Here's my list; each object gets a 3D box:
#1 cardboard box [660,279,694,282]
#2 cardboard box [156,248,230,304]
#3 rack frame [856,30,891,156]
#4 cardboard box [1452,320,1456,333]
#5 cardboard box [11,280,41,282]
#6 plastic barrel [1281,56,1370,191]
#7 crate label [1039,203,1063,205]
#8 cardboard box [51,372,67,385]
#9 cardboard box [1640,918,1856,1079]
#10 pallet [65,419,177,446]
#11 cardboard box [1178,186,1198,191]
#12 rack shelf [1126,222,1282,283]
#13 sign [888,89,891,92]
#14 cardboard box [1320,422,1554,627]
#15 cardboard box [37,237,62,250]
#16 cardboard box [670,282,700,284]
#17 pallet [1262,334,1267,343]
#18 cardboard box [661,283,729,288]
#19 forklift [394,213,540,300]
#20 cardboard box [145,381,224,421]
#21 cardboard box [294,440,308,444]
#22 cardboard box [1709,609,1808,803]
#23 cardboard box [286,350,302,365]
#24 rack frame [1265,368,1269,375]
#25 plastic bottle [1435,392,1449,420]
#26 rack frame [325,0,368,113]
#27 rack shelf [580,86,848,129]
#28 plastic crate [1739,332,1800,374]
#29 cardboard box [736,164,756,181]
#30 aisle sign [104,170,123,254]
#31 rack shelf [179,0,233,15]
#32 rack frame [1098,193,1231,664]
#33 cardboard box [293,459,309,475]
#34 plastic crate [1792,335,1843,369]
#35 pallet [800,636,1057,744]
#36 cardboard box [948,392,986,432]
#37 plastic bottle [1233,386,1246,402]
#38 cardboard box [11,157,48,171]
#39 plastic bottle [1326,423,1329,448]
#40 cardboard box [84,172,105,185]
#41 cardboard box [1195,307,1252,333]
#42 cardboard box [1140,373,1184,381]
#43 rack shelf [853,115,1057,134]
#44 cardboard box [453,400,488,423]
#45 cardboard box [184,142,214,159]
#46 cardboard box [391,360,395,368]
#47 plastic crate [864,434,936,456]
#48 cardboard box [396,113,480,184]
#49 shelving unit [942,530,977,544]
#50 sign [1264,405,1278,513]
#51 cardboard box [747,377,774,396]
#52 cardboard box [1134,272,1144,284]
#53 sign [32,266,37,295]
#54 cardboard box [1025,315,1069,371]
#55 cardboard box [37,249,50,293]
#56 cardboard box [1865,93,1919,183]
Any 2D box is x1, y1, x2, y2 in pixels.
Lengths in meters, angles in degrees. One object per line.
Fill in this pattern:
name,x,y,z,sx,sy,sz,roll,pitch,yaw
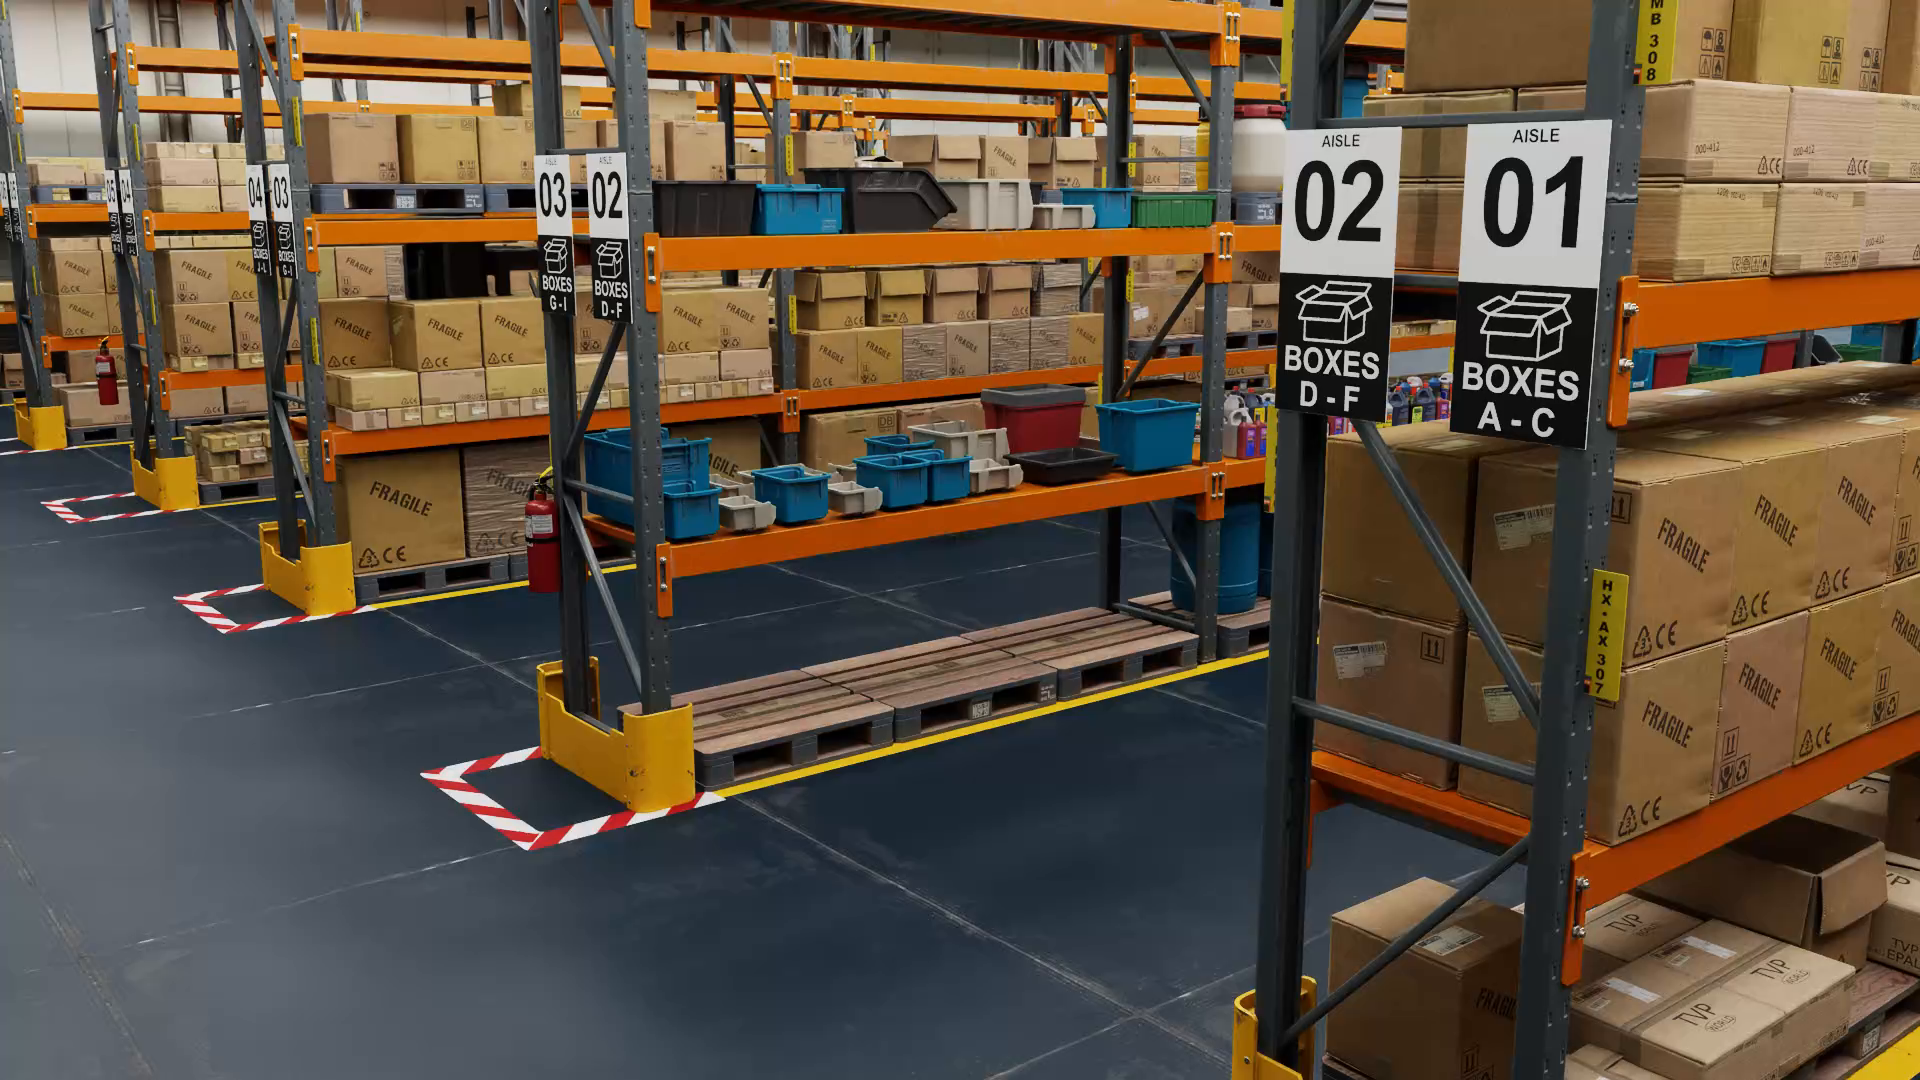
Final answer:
cardboard box,-3.376,-3.030,19.837,0.250,0.149,0.380,-10,15,-38
cardboard box,-7.402,-2.548,16.043,0.500,0.500,0.500,-10,15,-38
rack frame,-1.700,-8.454,32.779,0.127,3.000,1.000,-9,15,-38
cardboard box,5.990,-2.642,20.454,0.250,0.149,0.380,-9,15,-38
cardboard box,-13.597,-3.685,24.407,0.500,0.250,0.500,-9,15,-37
plastic barrel,2.556,-2.912,11.680,0.708,0.901,0.600,-9,15,-38
crate label,0.756,-2.069,10.565,0.466,0.136,0.293,-9,15,-38
cardboard box,-13.301,-2.367,24.408,0.250,0.149,0.380,-10,16,-40
cardboard box,2.669,1.551,5.664,0.500,0.250,0.500,-9,15,-38
pallet,-10.515,-1.391,20.674,1.213,0.211,1.003,-9,15,-38
cardboard box,2.275,-3.550,17.265,0.500,0.250,0.500,-9,15,-36
rack shelf,2.880,-2.122,11.912,4.000,0.370,1.077,-9,15,-38
sign,-1.372,-8.860,32.251,0.005,0.325,0.100,-9,15,-38
cardboard box,1.462,-0.065,5.065,0.500,0.500,0.500,-10,15,-38
cardboard box,-10.935,-3.573,20.026,0.250,0.149,0.380,-9,15,-37
cardboard box,-3.191,-2.886,19.162,0.250,0.149,0.380,-9,15,-36
pallet,3.783,-2.419,19.263,1.213,0.211,1.003,-9,15,-38
cardboard box,-2.309,-1.969,14.520,0.500,0.500,0.500,-9,15,-38
forklift,-4.182,-1.627,15.234,1.130,2.935,3.031,12,17,43
cardboard box,-9.928,-1.813,21.103,0.875,0.438,0.875,-9,15,-36
cardboard box,-6.739,-1.077,16.899,0.250,0.149,0.380,-10,16,-40
cardboard box,2.197,0.444,5.076,0.500,0.500,0.500,-10,15,-38
cardboard box,-6.701,-1.868,16.811,0.250,0.149,0.380,-10,15,-38
rack frame,4.575,-3.925,25.894,0.127,3.000,1.000,-9,15,-38
plastic bottle,3.500,-0.939,12.112,0.133,0.283,0.061,-9,15,-38
rack frame,-7.967,-6.093,21.657,0.127,3.000,1.000,-9,15,-38
rack shelf,-3.234,-5.015,19.276,4.000,0.370,1.077,-9,15,-38
plastic crate,7.378,-1.704,15.280,0.583,0.464,0.402,-9,15,-38
cardboard box,-2.734,-4.157,19.522,0.500,0.500,0.500,-9,15,-38
aisle sign,-8.163,-3.160,16.031,0.004,0.787,0.394,-9,15,-38
rack shelf,-12.632,-7.912,23.953,4.000,0.370,1.077,-9,15,-38
rack frame,1.318,-0.747,10.927,0.127,3.000,1.000,-9,15,-38
cardboard box,-6.699,-0.772,16.897,0.250,0.149,0.380,-9,15,-37
plastic crate,8.053,-1.802,16.045,0.504,0.338,0.767,-9,15,-38
pallet,-0.185,0.877,9.988,1.213,0.211,1.003,-9,15,-38
cardboard box,0.095,-1.035,16.387,0.875,0.875,1.225,-9,15,-37
plastic bottle,1.976,-0.920,11.857,0.185,0.351,0.144,-9,15,-38
cardboard box,-13.282,-5.307,23.622,0.500,0.250,0.500,-10,15,-38
plastic bottle,2.463,-0.732,11.332,0.097,0.201,0.097,0,12,0
cardboard box,-10.517,-4.378,20.157,0.250,0.149,0.380,-11,16,-42
cardboard box,2.800,-2.382,17.975,0.500,0.250,0.500,-10,16,-39
cardboard box,2.688,-2.760,24.511,0.875,0.875,0.875,-9,15,-37
rack shelf,-0.158,-7.037,27.843,4.000,0.370,1.077,-9,15,-38
cardboard box,-3.814,-1.002,12.732,0.250,0.149,0.380,-10,15,-39
cardboard box,-7.313,-3.718,15.893,0.250,0.149,0.380,-9,15,-35
cardboard box,-4.290,-1.276,13.059,0.500,0.250,0.500,-10,15,-39
plastic crate,-0.362,-0.484,9.945,0.300,0.233,0.416,-9,15,-38
cardboard box,-4.012,-2.932,12.501,0.500,0.500,0.700,-10,16,-40
shelving unit,-0.006,-0.439,14.530,0.210,0.900,0.258,-9,15,-38
sign,0.955,-0.238,4.980,0.005,0.325,0.100,-9,15,-38
cardboard box,-1.809,-1.335,14.300,0.250,0.149,0.380,-9,15,-37
cardboard box,2.147,-3.605,24.022,0.550,0.550,0.875,-9,15,-38
sign,-10.748,-3.010,19.310,0.005,0.325,0.100,-9,15,-38
cardboard box,0.724,-1.951,16.353,0.500,0.500,0.500,-10,15,-38
cardboard box,-10.862,-3.278,20.198,0.500,0.500,0.500,-9,15,-36
cardboard box,2.631,-1.217,5.075,0.500,0.250,0.500,-9,15,-38
